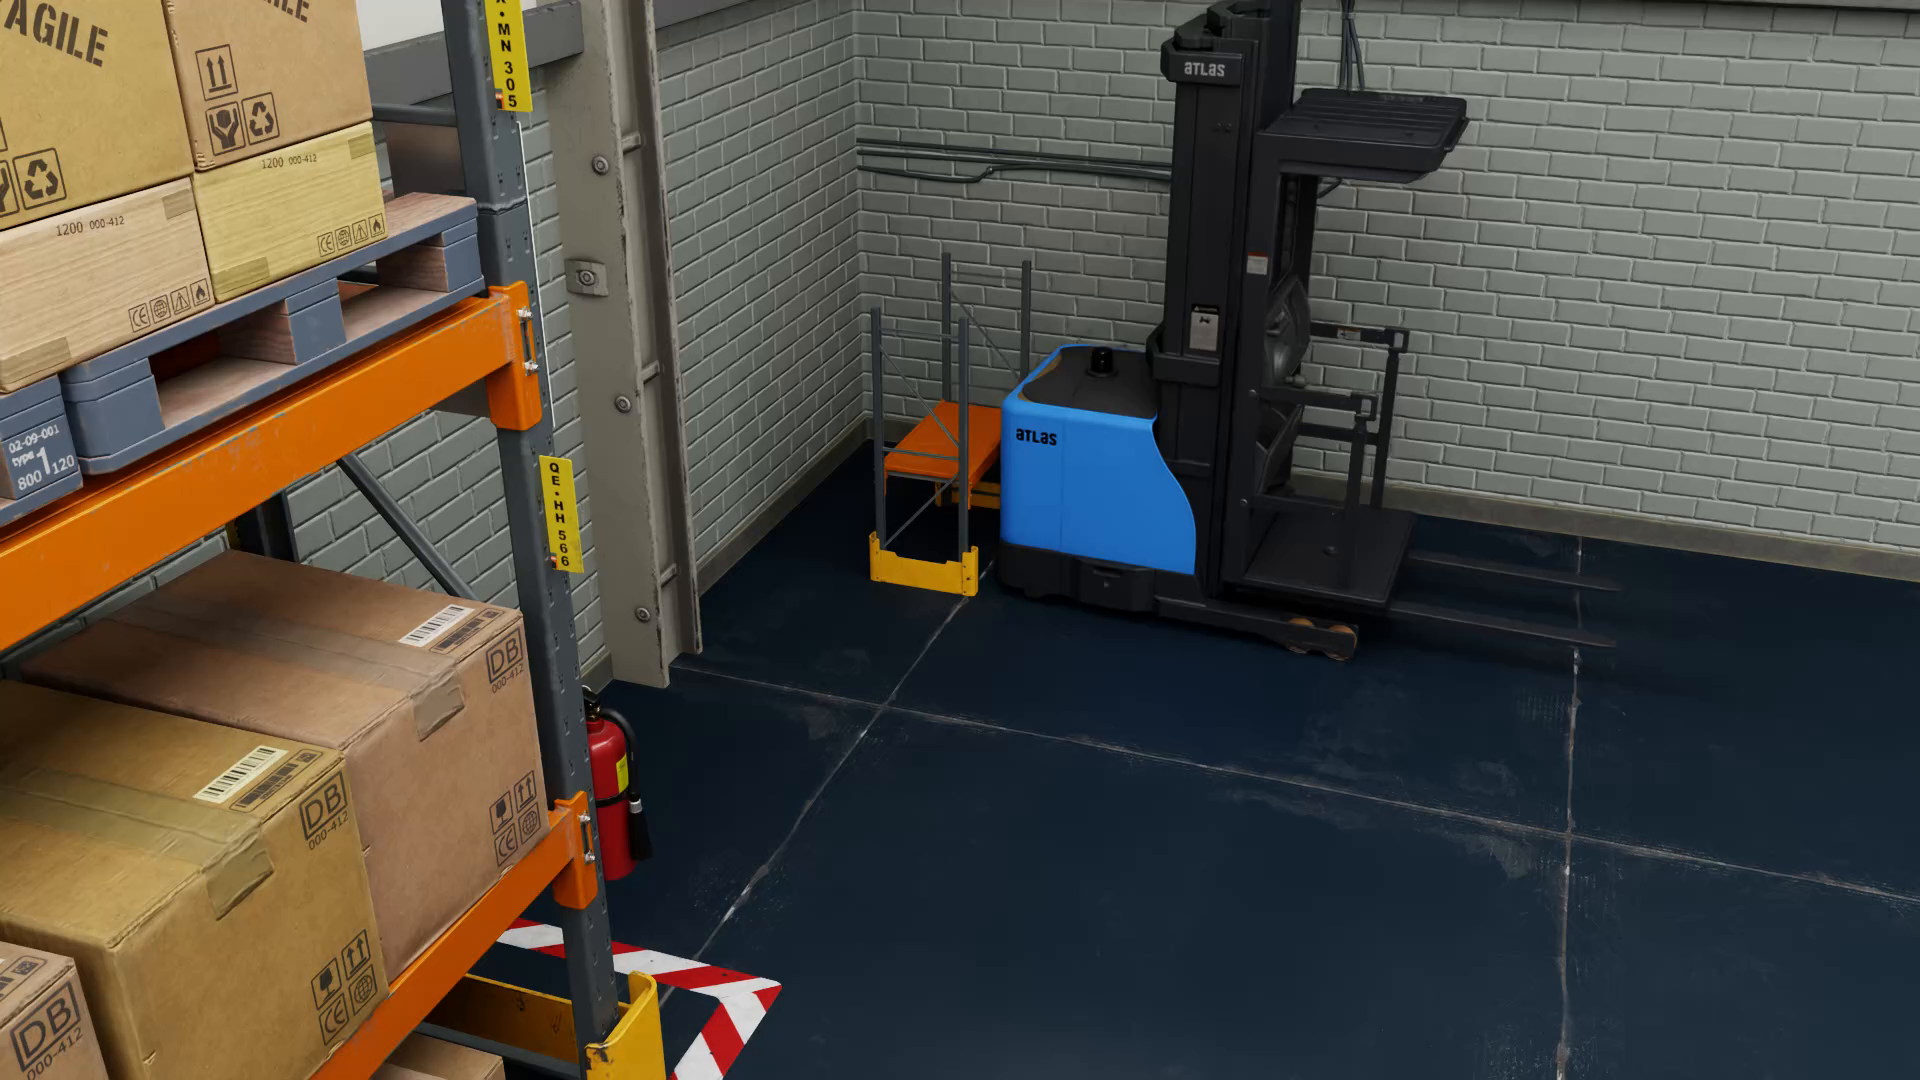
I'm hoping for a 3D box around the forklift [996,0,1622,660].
[{"bbox_3d":[1.760,-1.001,7.953,3.031,2.935,1.130,10,28,19],"label":"forklift"}]

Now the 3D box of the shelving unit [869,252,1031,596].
[{"bbox_3d":[-0.025,-0.644,8.858,0.587,1.500,1.083,9,27,17],"label":"shelving unit"}]

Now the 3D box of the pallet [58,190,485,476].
[{"bbox_3d":[-1.787,-0.525,3.552,1.003,0.211,1.213,9,27,17],"label":"pallet"}]

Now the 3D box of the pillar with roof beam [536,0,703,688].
[{"bbox_3d":[2.592,-2.832,4.773,9.100,9.000,0.400,9,27,17],"label":"pillar with roof beam"}]

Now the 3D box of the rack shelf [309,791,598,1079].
[{"bbox_3d":[-2.216,1.624,3.279,1.077,0.370,4.000,9,27,17],"label":"rack shelf"}]

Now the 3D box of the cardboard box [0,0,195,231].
[{"bbox_3d":[-1.713,-0.831,2.797,0.500,0.500,0.500,10,27,19],"label":"cardboard box"}]

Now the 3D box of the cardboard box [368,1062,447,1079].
[{"bbox_3d":[-1.560,1.504,4.344,0.380,0.149,0.250,8,27,17],"label":"cardboard box"}]

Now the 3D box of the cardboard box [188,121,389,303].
[{"bbox_3d":[-1.544,-0.699,3.384,0.500,0.250,0.500,10,27,19],"label":"cardboard box"}]

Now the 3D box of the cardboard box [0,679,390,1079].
[{"bbox_3d":[-1.942,0.855,3.697,0.980,0.700,0.700,9,27,17],"label":"cardboard box"}]

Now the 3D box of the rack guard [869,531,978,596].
[{"bbox_3d":[-0.191,0.123,8.708,0.587,0.250,0.087,9,27,17],"label":"rack guard"}]

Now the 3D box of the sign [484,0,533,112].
[{"bbox_3d":[-1.043,-1.150,3.816,0.100,0.325,0.005,9,27,17],"label":"sign"}]

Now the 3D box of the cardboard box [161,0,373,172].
[{"bbox_3d":[-1.536,-1.035,3.219,0.500,0.500,0.500,9,27,17],"label":"cardboard box"}]

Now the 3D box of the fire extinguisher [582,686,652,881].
[{"bbox_3d":[-1.065,0.686,4.907,0.296,0.674,0.183,9,27,17],"label":"fire extinguisher"}]

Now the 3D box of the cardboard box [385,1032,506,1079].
[{"bbox_3d":[-1.689,1.717,4.649,0.700,0.500,0.500,9,27,17],"label":"cardboard box"}]

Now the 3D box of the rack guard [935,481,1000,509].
[{"bbox_3d":[0.140,-0.286,9.554,0.587,0.250,0.087,9,27,17],"label":"rack guard"}]

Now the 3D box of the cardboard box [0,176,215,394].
[{"bbox_3d":[-1.716,-0.485,2.942,0.500,0.250,0.500,8,27,15],"label":"cardboard box"}]

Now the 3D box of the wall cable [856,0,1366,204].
[{"bbox_3d":[0.669,-3.096,8.882,3.097,2.526,0.112,9,27,17],"label":"wall cable"}]

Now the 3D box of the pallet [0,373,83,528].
[{"bbox_3d":[-2.191,-0.022,2.513,1.003,0.211,1.213,9,27,17],"label":"pallet"}]

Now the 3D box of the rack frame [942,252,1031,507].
[{"bbox_3d":[0.141,-0.849,9.282,0.500,1.500,0.032,9,27,17],"label":"rack frame"}]

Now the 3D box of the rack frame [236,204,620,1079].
[{"bbox_3d":[-1.550,0.479,4.819,1.000,3.000,0.127,9,27,17],"label":"rack frame"}]

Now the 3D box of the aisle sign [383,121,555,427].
[{"bbox_3d":[-1.243,-0.678,4.224,0.394,0.787,0.004,9,27,17],"label":"aisle sign"}]

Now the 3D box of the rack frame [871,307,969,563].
[{"bbox_3d":[-0.198,-0.431,8.419,0.500,1.500,0.032,9,27,17],"label":"rack frame"}]

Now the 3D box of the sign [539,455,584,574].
[{"bbox_3d":[-1.043,-0.065,4.341,0.100,0.325,0.005,9,27,17],"label":"sign"}]

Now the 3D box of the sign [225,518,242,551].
[{"bbox_3d":[-2.071,-0.030,4.785,0.100,0.325,0.005,9,27,17],"label":"sign"}]

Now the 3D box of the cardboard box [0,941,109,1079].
[{"bbox_3d":[-2.204,1.167,3.053,0.980,0.700,0.700,7,27,15],"label":"cardboard box"}]

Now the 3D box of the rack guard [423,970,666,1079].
[{"bbox_3d":[-1.542,1.594,5.385,1.175,0.500,0.348,9,27,17],"label":"rack guard"}]

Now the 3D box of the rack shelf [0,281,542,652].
[{"bbox_3d":[-2.216,0.274,2.625,1.077,0.370,4.000,9,27,17],"label":"rack shelf"}]

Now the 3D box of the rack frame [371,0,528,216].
[{"bbox_3d":[-1.550,-2.222,3.512,1.000,3.000,0.127,9,27,17],"label":"rack frame"}]

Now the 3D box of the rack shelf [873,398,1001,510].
[{"bbox_3d":[-0.028,-0.478,8.929,0.538,0.185,1.000,9,27,17],"label":"rack shelf"}]

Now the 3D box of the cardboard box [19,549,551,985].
[{"bbox_3d":[-1.710,0.555,4.318,0.980,0.700,0.700,10,28,20],"label":"cardboard box"}]
